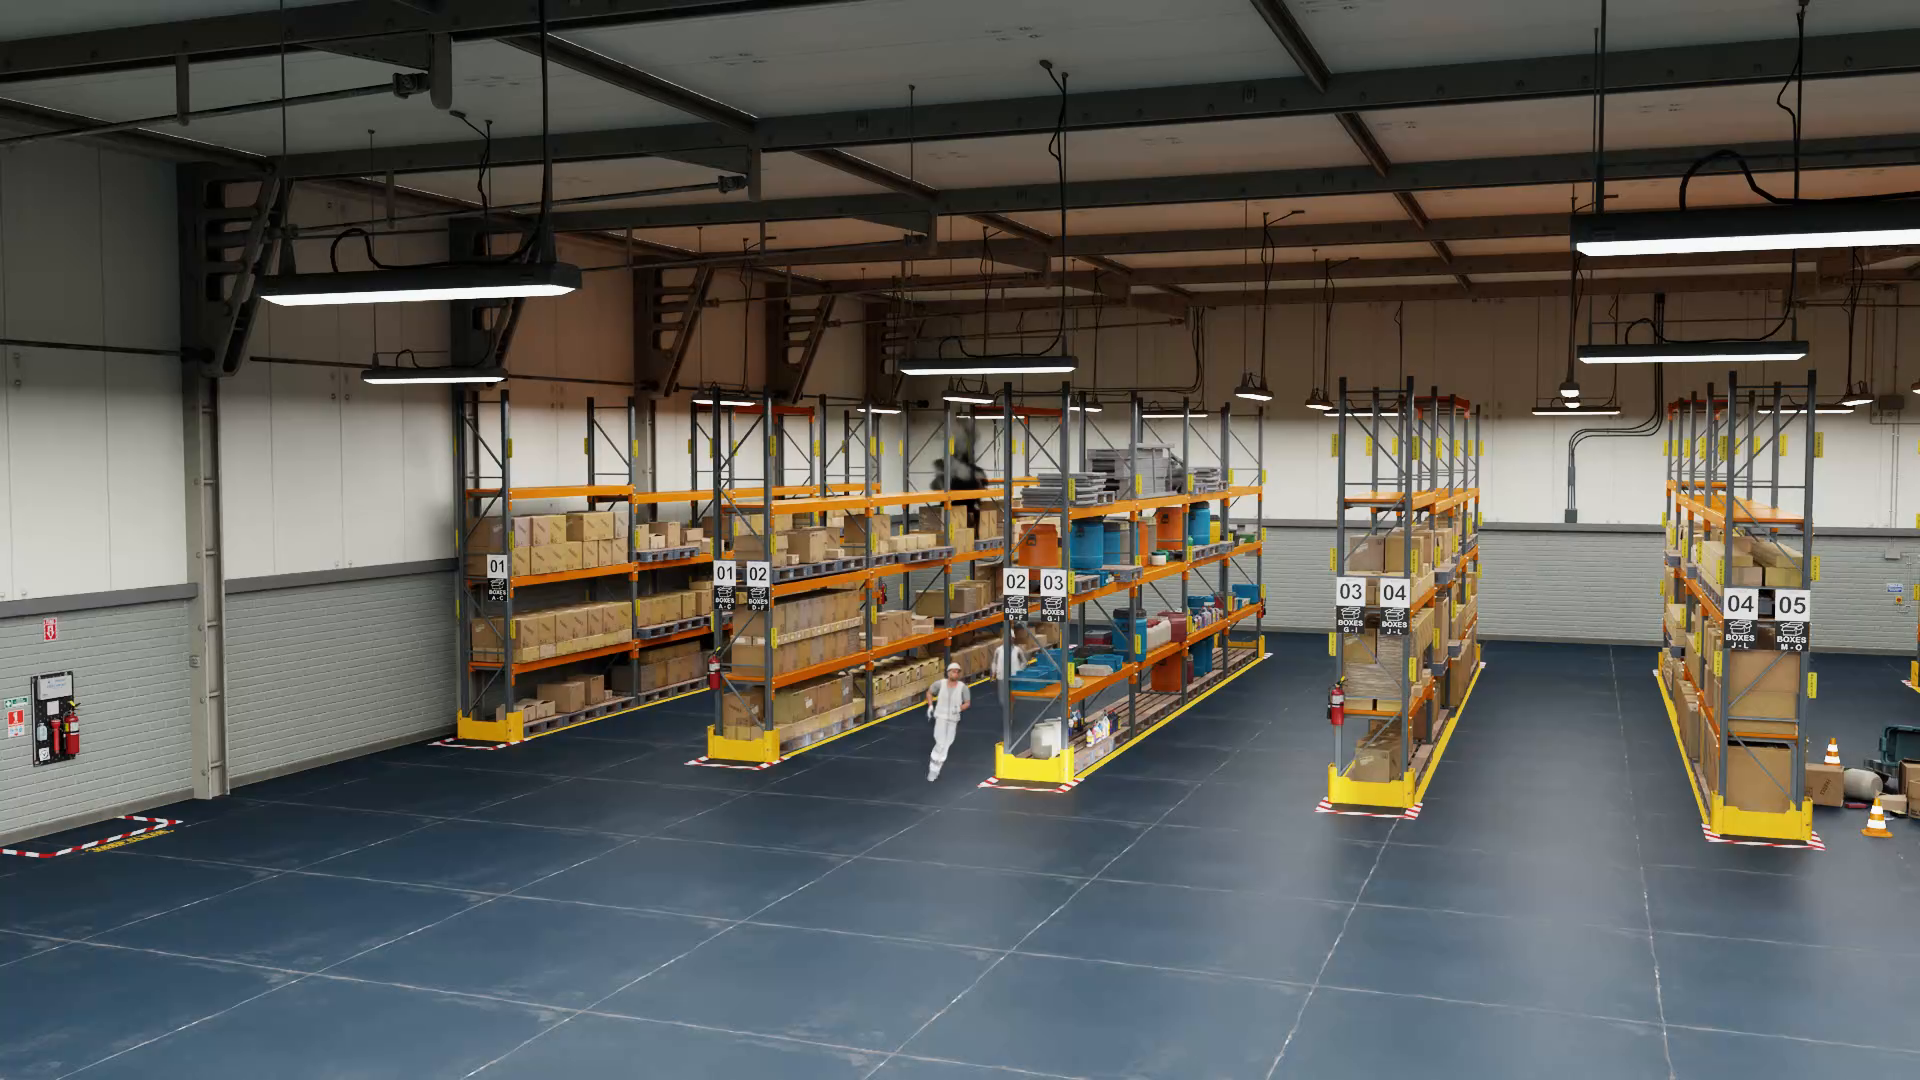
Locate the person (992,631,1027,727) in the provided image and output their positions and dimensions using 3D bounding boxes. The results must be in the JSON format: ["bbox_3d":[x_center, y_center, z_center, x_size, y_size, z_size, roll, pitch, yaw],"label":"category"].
[{"bbox_3d":[0.898,2.488,30.126,0.647,1.727,0.637,1,3,10],"label":"person"}]

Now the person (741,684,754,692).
[{"bbox_3d":[-3.900,2.441,30.640,0.581,1.699,0.876,1,3,19],"label":"person"}]

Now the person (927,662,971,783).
[{"bbox_3d":[-0.178,2.747,25.124,0.685,1.798,0.674,-1,3,-11],"label":"person"}]
